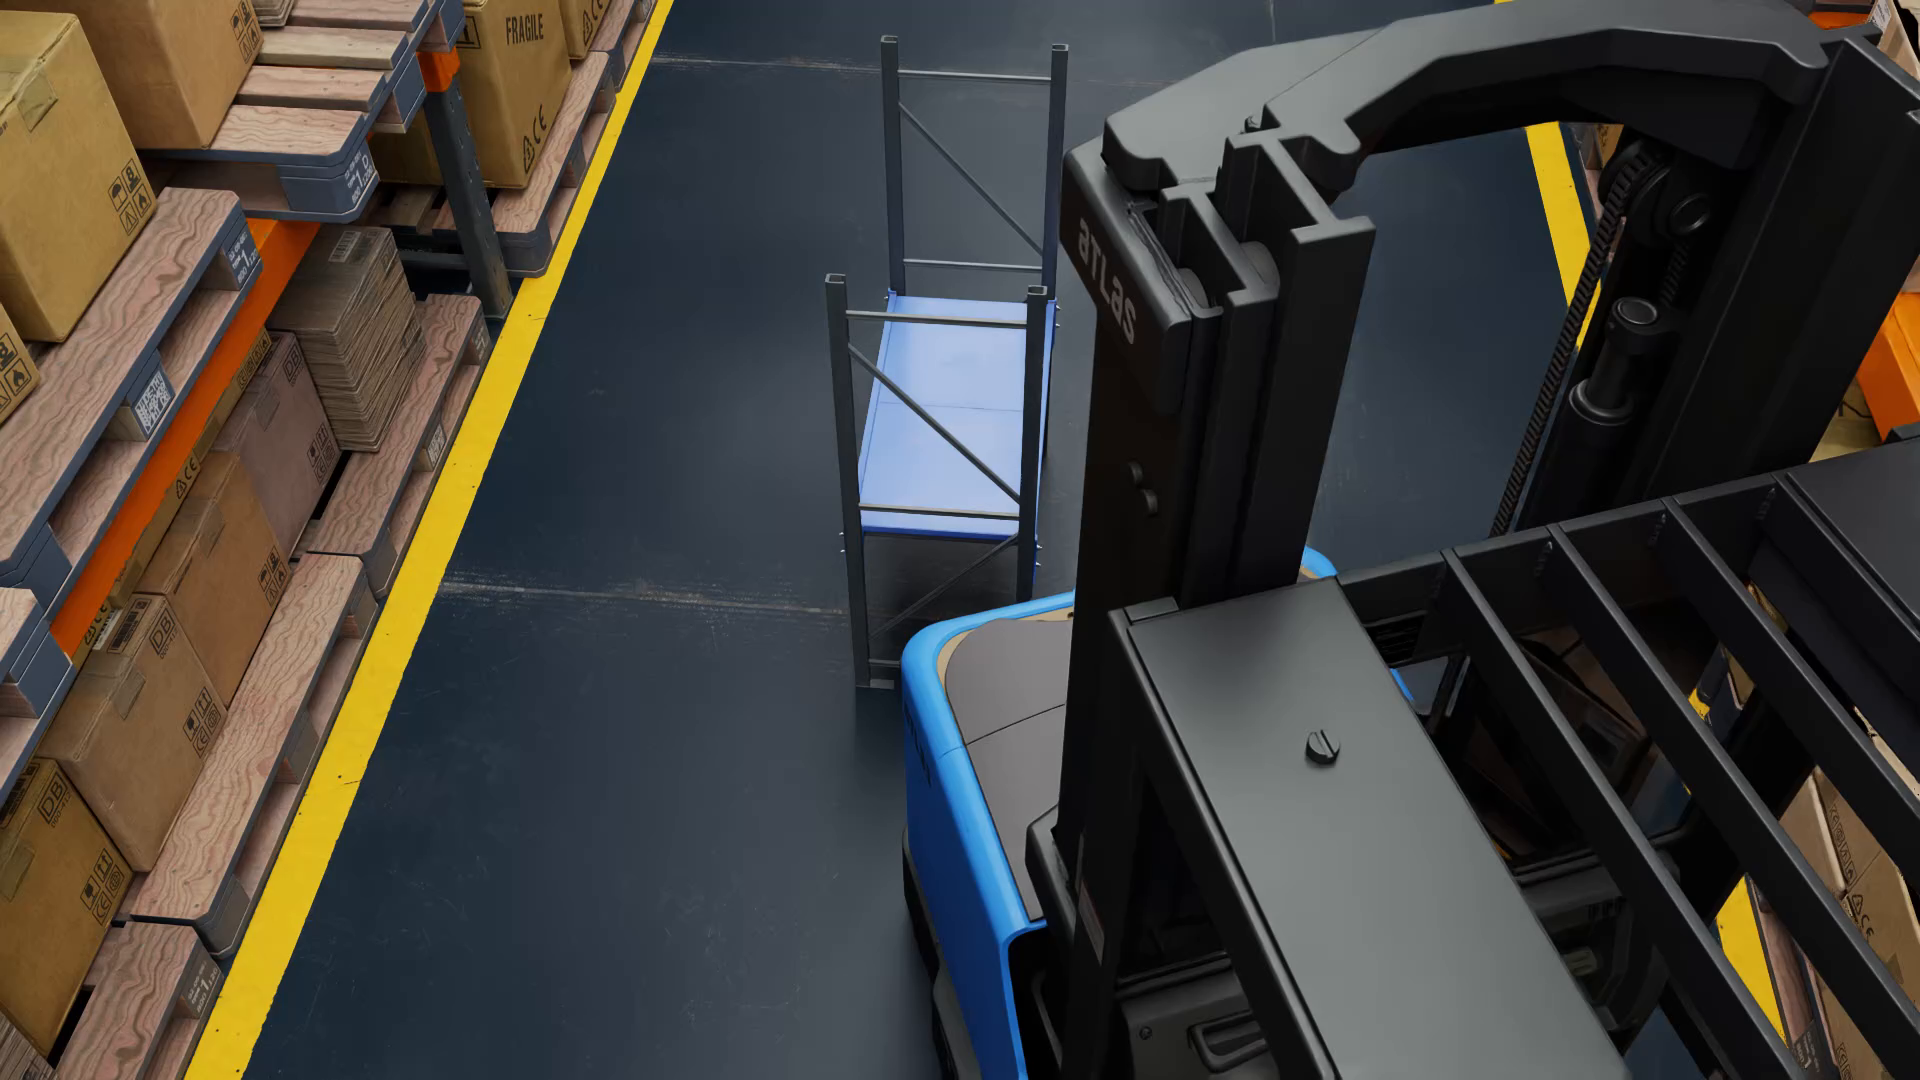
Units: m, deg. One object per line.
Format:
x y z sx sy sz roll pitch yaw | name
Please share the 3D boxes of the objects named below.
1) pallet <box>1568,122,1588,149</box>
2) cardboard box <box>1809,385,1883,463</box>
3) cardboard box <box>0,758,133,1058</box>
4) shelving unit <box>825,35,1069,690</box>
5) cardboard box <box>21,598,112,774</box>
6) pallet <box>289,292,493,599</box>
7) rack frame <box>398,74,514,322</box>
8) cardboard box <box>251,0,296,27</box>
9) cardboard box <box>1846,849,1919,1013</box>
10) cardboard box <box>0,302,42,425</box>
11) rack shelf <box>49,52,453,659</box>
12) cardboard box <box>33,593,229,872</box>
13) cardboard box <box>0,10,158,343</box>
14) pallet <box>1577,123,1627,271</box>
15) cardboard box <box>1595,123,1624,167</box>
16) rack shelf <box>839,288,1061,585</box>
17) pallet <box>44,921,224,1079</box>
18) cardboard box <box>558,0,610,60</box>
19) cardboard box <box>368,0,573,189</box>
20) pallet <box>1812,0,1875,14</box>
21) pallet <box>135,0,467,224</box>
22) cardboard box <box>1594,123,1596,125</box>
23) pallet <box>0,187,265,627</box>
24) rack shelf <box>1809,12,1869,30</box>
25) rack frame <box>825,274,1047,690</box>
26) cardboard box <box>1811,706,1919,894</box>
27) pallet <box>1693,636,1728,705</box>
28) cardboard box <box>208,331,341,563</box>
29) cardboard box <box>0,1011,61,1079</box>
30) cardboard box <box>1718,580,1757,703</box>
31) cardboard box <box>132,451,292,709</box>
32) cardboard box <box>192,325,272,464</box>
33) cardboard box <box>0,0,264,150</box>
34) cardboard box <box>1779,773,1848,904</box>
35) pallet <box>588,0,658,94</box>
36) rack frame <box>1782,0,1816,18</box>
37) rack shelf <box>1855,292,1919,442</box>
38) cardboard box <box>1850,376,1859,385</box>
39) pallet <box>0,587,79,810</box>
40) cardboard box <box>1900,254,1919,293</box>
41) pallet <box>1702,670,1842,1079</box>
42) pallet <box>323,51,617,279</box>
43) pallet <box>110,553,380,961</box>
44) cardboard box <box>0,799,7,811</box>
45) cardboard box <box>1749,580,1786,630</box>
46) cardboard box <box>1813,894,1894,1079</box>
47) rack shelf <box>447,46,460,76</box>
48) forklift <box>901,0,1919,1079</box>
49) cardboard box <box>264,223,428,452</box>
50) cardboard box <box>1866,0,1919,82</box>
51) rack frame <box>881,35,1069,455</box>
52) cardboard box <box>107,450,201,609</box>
3.027 -2.045 6.977 1.003 0.211 1.213 4 48 4 | pallet
2.428 -0.197 4.596 0.500 0.311 0.500 3 48 3 | cardboard box
-2.443 0.833 3.851 0.700 0.500 0.500 3 48 3 | cardboard box
-0.008 -0.443 4.639 0.538 1.500 1.048 4 48 4 | shelving unit
-2.360 0.257 3.870 0.500 0.250 0.500 3 48 2 | cardboard box
-2.199 -0.361 5.437 1.003 0.211 1.213 4 48 4 | pallet
-2.126 -1.876 4.933 1.000 3.000 0.127 4 48 4 | rack frame
-2.159 -1.712 4.417 0.700 0.500 0.500 -1 48 -1 | cardboard box
2.283 0.924 3.571 0.500 0.311 0.500 4 48 3 | cardboard box
-2.323 -0.387 3.205 0.700 0.500 0.500 10 48 9 | cardboard box
-2.308 -0.164 3.854 1.077 0.370 4.000 4 48 4 | rack shelf
-2.356 0.461 4.191 0.700 0.500 0.500 4 48 4 | cardboard box
-2.250 -0.795 3.579 0.700 0.500 0.500 4 48 4 | cardboard box
2.913 -1.151 6.159 1.003 0.211 1.213 4 48 4 | pallet
2.659 -1.554 6.034 0.500 0.500 0.500 6 48 5 | cardboard box
-0.008 -0.322 4.772 0.538 0.185 1.000 4 48 4 | rack shelf
-2.421 1.432 3.797 1.003 0.211 1.213 4 48 4 | pallet
-1.842 -2.467 6.646 0.750 0.750 0.750 4 48 3 | cardboard box
-1.929 -1.824 6.058 0.750 0.750 0.750 3 48 3 | cardboard box
2.799 -1.984 5.162 1.213 0.211 1.003 4 48 4 | pallet
-2.085 -1.281 4.518 1.213 0.211 1.003 4 48 4 | pallet
2.706 -1.934 6.382 0.500 0.500 0.500 2 48 2 | cardboard box
-2.266 -0.354 3.671 1.003 0.211 1.213 4 48 4 | pallet
2.989 -2.773 6.241 1.077 0.370 4.000 4 48 4 | rack shelf
-0.054 -0.070 4.298 0.500 1.500 0.032 4 48 4 | rack frame
2.333 0.555 3.908 0.500 0.311 0.500 3 48 3 | cardboard box
2.693 -0.002 5.109 1.003 0.211 1.213 4 48 4 | pallet
-2.303 -0.278 4.867 0.700 0.500 0.500 4 48 3 | cardboard box
-2.440 1.216 3.501 0.700 0.500 0.500 5 48 5 | cardboard box
2.381 0.357 4.469 0.500 0.250 0.500 3 48 2 | cardboard box
-2.320 0.089 4.531 0.700 0.500 0.500 4 48 3 | cardboard box
-2.254 -0.487 4.550 0.500 0.250 0.500 5 48 4 | cardboard box
-2.183 -1.300 4.040 0.700 0.500 0.500 0 48 0 | cardboard box
2.334 0.734 4.124 0.500 0.250 0.500 5 48 4 | cardboard box
-1.866 -2.403 7.305 1.003 0.211 1.213 4 48 4 | pallet
2.807 -1.546 4.631 1.000 3.000 0.127 4 48 4 | rack frame
2.625 0.167 3.552 1.077 0.370 4.000 4 48 4 | rack shelf
2.467 -0.584 4.950 0.500 0.311 0.500 5 48 5 | cardboard box
-2.276 0.576 2.820 1.003 0.211 1.213 4 48 4 | pallet
2.533 -0.872 4.075 0.500 0.311 0.500 3 48 3 | cardboard box
2.580 0.892 4.291 1.003 0.211 1.213 4 48 4 | pallet
-1.979 -1.509 6.487 1.003 0.211 1.213 4 48 4 | pallet
-2.313 0.533 4.619 1.003 0.211 1.213 4 48 4 | pallet
-2.404 0.639 3.520 0.500 0.250 0.500 3 48 3 | cardboard box
2.379 0.178 4.254 0.500 0.311 0.500 3 48 2 | cardboard box
2.286 1.108 3.783 0.500 0.250 0.500 5 48 4 | cardboard box
-1.944 -3.103 6.543 1.077 0.370 4.000 4 48 4 | rack shelf
0.766 0.872 2.466 1.130 2.935 3.031 -12 49 -11 | forklift
-2.140 -0.648 5.206 0.700 0.500 0.500 4 48 4 | cardboard box
2.731 -1.251 4.422 0.500 0.311 0.500 7 48 6 | cardboard box
0.039 -0.817 4.981 0.500 1.500 0.032 4 48 4 | rack frame
-2.296 -0.109 4.204 0.500 0.250 0.500 4 48 3 | cardboard box
